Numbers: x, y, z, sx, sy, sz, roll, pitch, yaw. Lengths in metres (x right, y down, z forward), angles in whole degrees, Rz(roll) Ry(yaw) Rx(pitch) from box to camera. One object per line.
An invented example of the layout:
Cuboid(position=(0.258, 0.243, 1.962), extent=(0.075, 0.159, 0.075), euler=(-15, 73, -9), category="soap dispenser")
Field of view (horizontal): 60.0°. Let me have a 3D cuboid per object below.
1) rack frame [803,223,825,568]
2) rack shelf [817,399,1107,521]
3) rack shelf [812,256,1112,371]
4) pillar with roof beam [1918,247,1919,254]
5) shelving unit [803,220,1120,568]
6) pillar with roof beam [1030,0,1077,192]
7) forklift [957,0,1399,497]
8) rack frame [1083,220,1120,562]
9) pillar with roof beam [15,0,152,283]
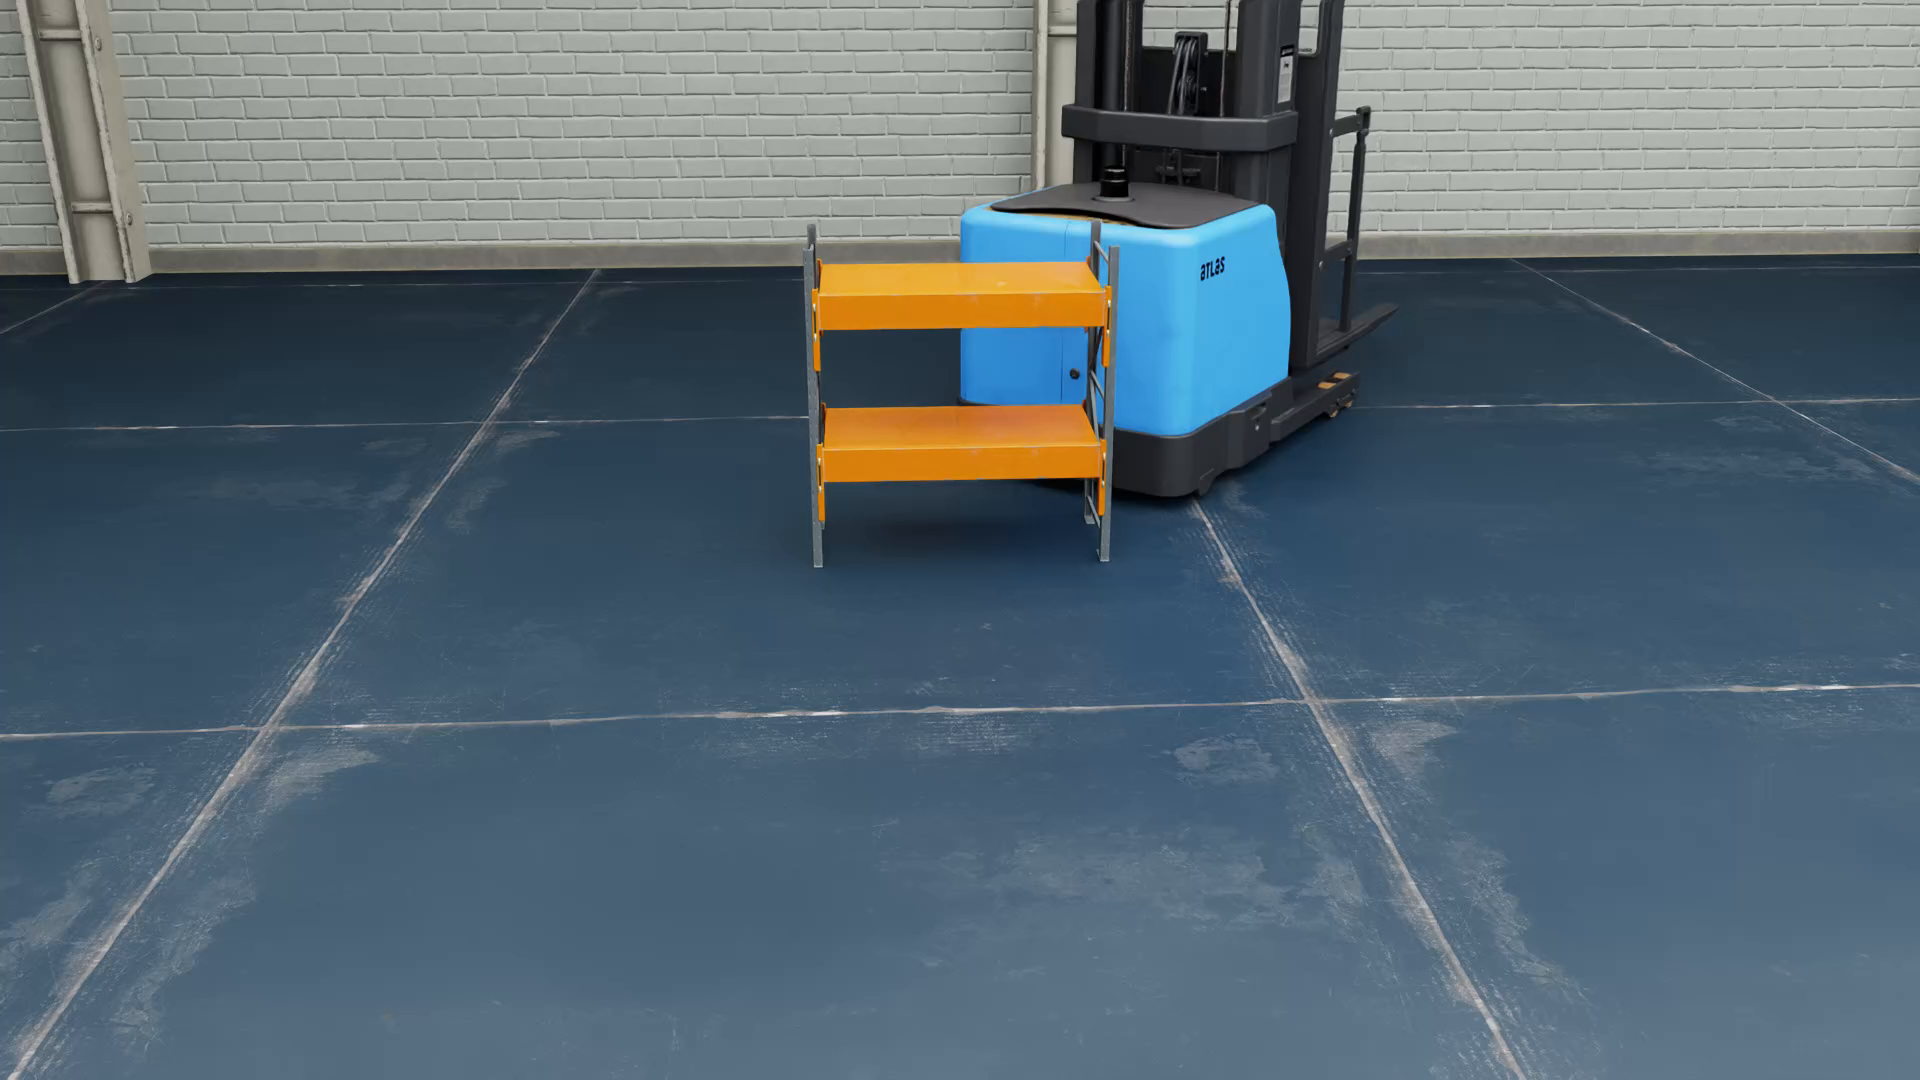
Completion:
Cuboid(position=(-0.514, -0.515, 5.893), extent=(0.032, 1.125, 0.500), euler=(-1, 21, -3), category="rack frame")
Cuboid(position=(-0.007, -0.297, 6.007), extent=(1.000, 0.278, 0.538), euler=(-1, 21, -3), category="rack shelf")
Cuboid(position=(-0.007, -0.799, 5.816), extent=(1.000, 0.278, 0.538), euler=(-1, 21, -3), category="rack shelf")
Cuboid(position=(6.898, -4.568, 5.471), extent=(0.400, 9.000, 9.100), euler=(-1, 21, -3), category="pillar with roof beam")
Cuboid(position=(-0.007, -0.526, 5.920), extent=(1.048, 1.125, 0.538), euler=(-1, 21, -3), category="shelving unit")
Cuboid(position=(0.908, -4.446, 5.151), extent=(0.400, 9.000, 9.100), euler=(-1, 21, -3), category="pillar with roof beam")
Cuboid(position=(1.206, -2.006, 7.269), extent=(1.130, 2.935, 3.031), euler=(13, 24, 30), category="forklift")
Cuboid(position=(0.501, -0.536, 5.948), extent=(0.032, 1.125, 0.500), euler=(-1, 21, -3), category="rack frame")
Cuboid(position=(-5.082, -4.324, 4.831), extent=(0.400, 9.000, 9.100), euler=(-1, 21, -3), category="pillar with roof beam")
